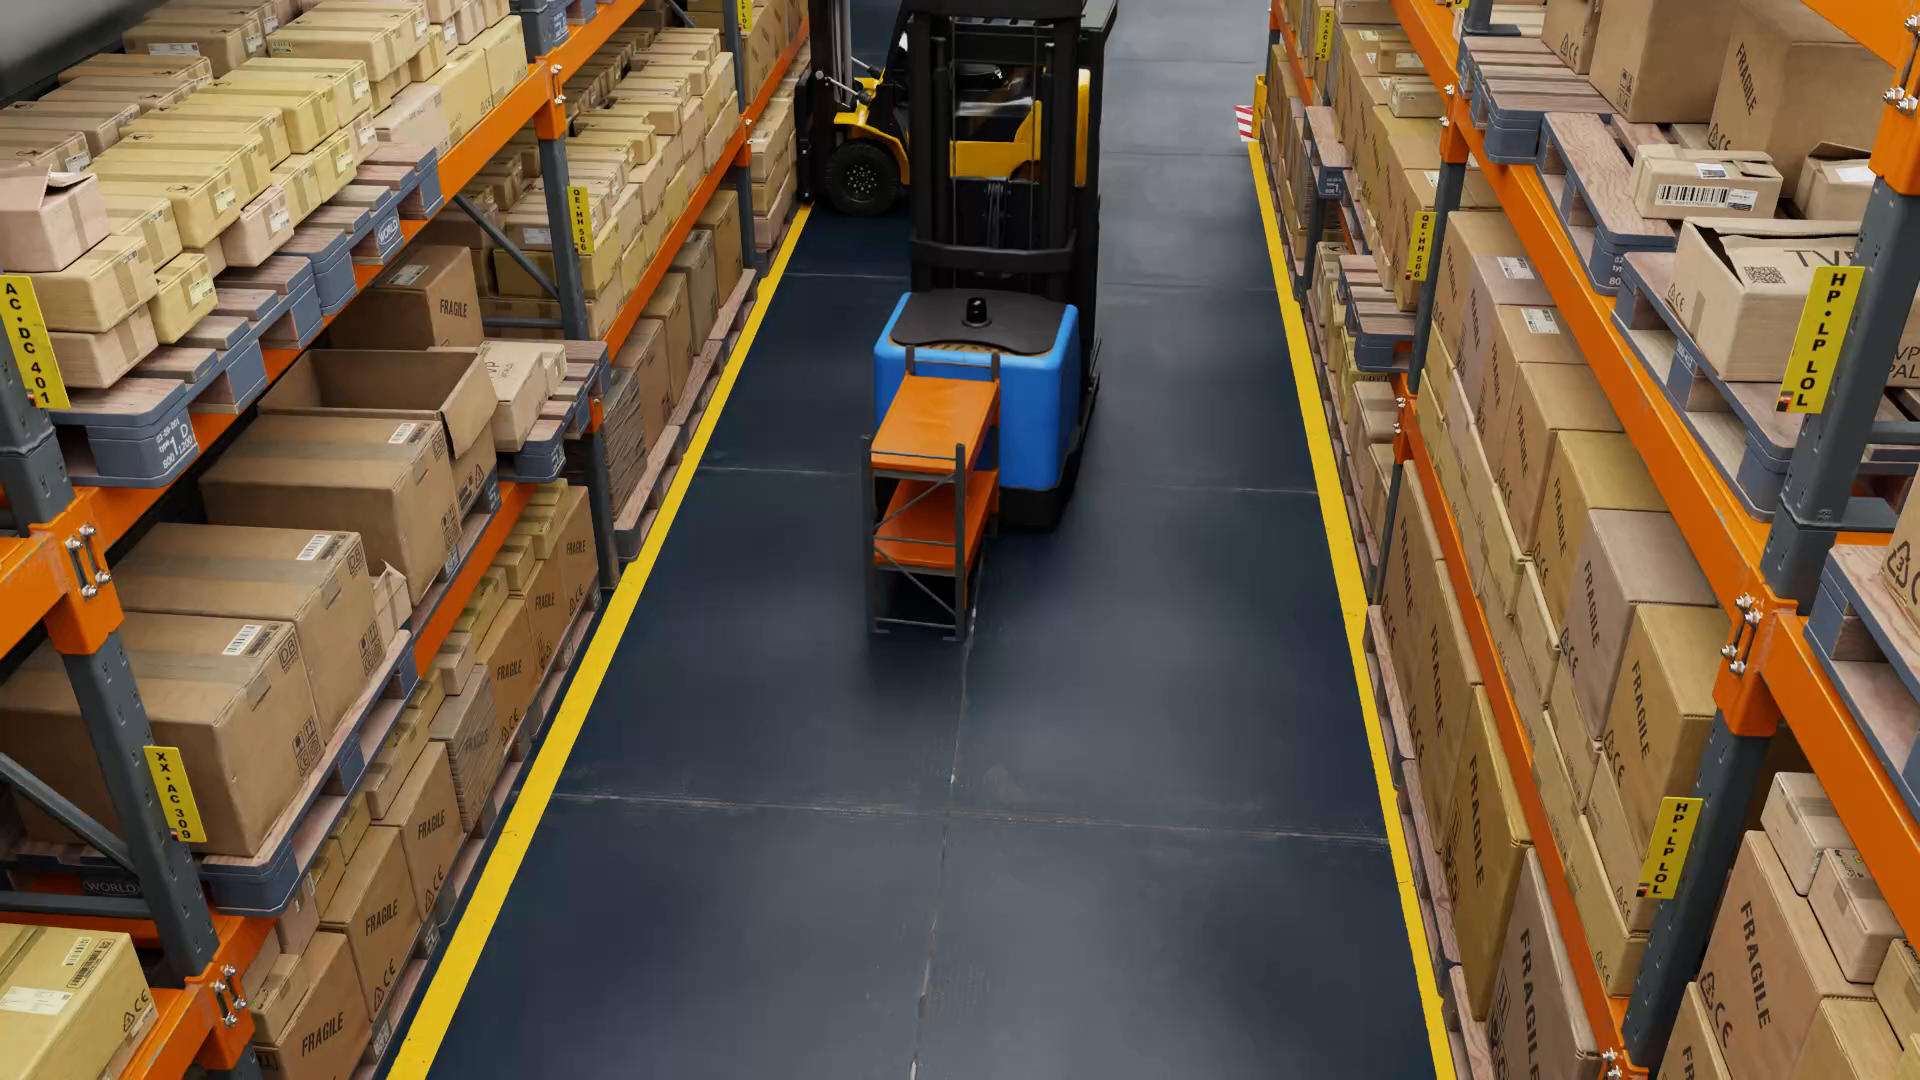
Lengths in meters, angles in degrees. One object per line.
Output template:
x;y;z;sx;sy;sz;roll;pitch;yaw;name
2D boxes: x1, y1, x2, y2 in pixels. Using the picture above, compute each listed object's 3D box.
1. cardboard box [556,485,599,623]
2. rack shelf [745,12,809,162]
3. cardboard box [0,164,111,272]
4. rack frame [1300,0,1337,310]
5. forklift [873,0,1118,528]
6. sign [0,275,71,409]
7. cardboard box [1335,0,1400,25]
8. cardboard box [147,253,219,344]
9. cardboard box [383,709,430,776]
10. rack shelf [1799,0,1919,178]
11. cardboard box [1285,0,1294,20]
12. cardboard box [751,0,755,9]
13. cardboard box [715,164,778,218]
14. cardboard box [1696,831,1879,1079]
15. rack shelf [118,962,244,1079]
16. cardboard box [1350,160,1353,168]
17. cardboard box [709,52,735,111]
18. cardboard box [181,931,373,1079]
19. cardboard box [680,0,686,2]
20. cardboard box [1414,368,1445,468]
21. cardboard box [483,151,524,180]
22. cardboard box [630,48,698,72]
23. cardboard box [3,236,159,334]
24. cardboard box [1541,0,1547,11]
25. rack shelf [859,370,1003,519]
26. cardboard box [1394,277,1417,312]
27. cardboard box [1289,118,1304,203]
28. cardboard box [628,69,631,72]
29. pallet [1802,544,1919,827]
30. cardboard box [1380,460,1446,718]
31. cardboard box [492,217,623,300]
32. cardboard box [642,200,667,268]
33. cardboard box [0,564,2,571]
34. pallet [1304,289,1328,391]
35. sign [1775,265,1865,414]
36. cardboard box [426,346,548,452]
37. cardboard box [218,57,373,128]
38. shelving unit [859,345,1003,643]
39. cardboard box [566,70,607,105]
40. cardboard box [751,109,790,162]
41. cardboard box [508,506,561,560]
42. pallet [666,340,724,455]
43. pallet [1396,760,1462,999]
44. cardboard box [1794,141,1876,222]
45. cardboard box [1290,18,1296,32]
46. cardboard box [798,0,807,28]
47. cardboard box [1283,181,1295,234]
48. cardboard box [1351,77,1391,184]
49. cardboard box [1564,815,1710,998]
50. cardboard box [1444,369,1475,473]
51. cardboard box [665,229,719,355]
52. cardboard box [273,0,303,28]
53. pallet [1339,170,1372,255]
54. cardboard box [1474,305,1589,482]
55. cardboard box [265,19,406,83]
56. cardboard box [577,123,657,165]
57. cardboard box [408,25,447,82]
-2.142;0.057;8.281;0.500;0.500;0.500;3;32;5;cardboard box
-1.833;-3.890;13.388;1.077;0.370;4.000;2;32;4;rack shelf
-2.275;-0.804;3.902;0.396;0.266;0.258;2;32;4;cardboard box
2.952;-2.940;11.162;1.000;3.000;0.127;2;32;4;rack frame
0.295;-2.077;9.826;1.130;2.935;3.031;6;32;9;forklift
-2.106;-0.445;3.761;0.100;0.325;0.005;2;32;4;sign
2.561;-3.333;10.403;0.380;0.149;0.250;2;32;4;cardboard box
-2.171;-0.631;4.300;0.380;0.149;0.250;3;32;5;cardboard box
-2.309;0.781;6.488;0.380;0.149;0.250;4;32;6;cardboard box
2.463;-1.880;4.791;1.077;0.370;4.000;2;32;4;rack shelf
2.883;-4.428;13.197;0.500;0.500;0.500;2;32;3;cardboard box
-1.695;-3.897;12.001;0.380;0.149;0.250;2;32;4;cardboard box
-1.649;-2.611;12.372;0.500;0.250;0.500;2;32;4;cardboard box
2.020;1.013;3.698;0.500;0.500;0.500;3;32;4;cardboard box
-2.810;2.385;3.206;1.077;0.370;4.000;2;32;4;rack shelf
2.553;-2.322;9.998;0.380;0.149;0.250;3;32;5;cardboard box
-1.781;-3.032;10.977;0.500;0.250;0.500;2;32;3;cardboard box
-2.384;1.675;5.655;0.500;0.500;0.500;4;32;6;cardboard box
-1.761;-3.891;11.708;0.380;0.149;0.250;3;32;5;cardboard box
2.335;-0.540;7.409;0.500;0.250;0.500;2;32;3;cardboard box
-2.555;-1.962;8.861;0.380;0.149;0.250;2;32;3;cardboard box
-1.878;-3.019;10.577;0.380;0.149;0.250;2;32;4;cardboard box
-2.186;-0.623;4.002;0.380;0.149;0.250;3;32;5;cardboard box
2.842;-2.359;7.488;0.396;0.266;0.258;2;32;4;cardboard box
-0.131;-0.503;8.436;0.538;0.278;1.000;6;32;9;rack shelf
2.368;-1.245;8.251;0.380;0.149;0.250;3;32;5;cardboard box
2.772;-2.854;12.529;0.500;0.500;0.500;3;32;5;cardboard box
-2.293;-3.045;10.998;0.500;0.250;0.500;2;32;3;cardboard box
2.223;0.431;2.917;1.003;0.211;1.213;2;32;4;pallet
2.487;0.235;7.635;0.875;0.875;0.875;2;32;4;cardboard box
-2.017;-1.428;8.375;0.500;0.250;0.500;2;32;4;cardboard box
-1.961;-1.749;9.372;0.500;0.250;0.500;1;32;2;cardboard box
-2.382;0.064;3.668;0.380;0.149;0.250;2;32;4;cardboard box
2.890;-1.346;11.233;1.003;0.211;1.213;2;32;4;pallet
1.759;-0.406;3.398;0.100;0.325;0.005;2;32;4;sign
-2.085;-0.608;7.120;0.500;0.250;0.500;1;32;2;cardboard box
-2.119;-1.430;5.313;0.380;0.149;0.250;3;32;4;cardboard box
-0.131;-0.254;8.589;0.538;1.125;1.048;6;32;9;shelving unit
-2.379;-2.762;10.159;0.380;0.149;0.250;2;32;4;cardboard box
-1.592;-3.091;12.673;0.500;0.250;0.500;3;32;4;cardboard box
-2.101;-0.036;7.814;0.380;0.149;0.250;1;32;1;cardboard box
-2.114;-0.937;10.568;1.003;0.211;1.213;2;32;4;pallet
2.385;1.384;6.803;1.003;0.211;1.213;2;32;4;pallet
2.798;-1.096;5.038;0.396;0.266;0.258;5;32;8;cardboard box
2.880;-4.221;13.479;0.380;0.149;0.250;3;32;5;cardboard box
-1.541;-4.477;13.560;0.500;0.500;0.500;2;32;3;cardboard box
2.765;-2.548;12.746;0.500;0.250;0.500;2;32;3;cardboard box
2.502;-2.266;9.289;0.500;0.500;0.500;1;32;2;cardboard box
2.086;1.062;4.811;0.500;0.250;0.500;2;32;3;cardboard box
2.295;-0.473;6.825;0.500;0.250;0.500;3;32;5;cardboard box
-2.098;-1.639;10.914;0.875;0.625;0.625;2;32;3;cardboard box
-2.670;-1.985;6.232;0.380;0.149;0.250;3;32;6;cardboard box
2.746;-1.804;9.501;1.003;0.211;1.213;2;32;4;pallet
2.254;-0.540;6.218;0.500;0.500;0.500;3;32;5;cardboard box
-2.160;-1.697;5.765;0.380;0.149;0.250;3;32;4;cardboard box
-1.907;-2.207;9.258;0.380;0.149;0.250;3;32;5;cardboard box
-2.175;-1.843;6.285;0.380;0.149;0.250;2;32;4;cardboard box
